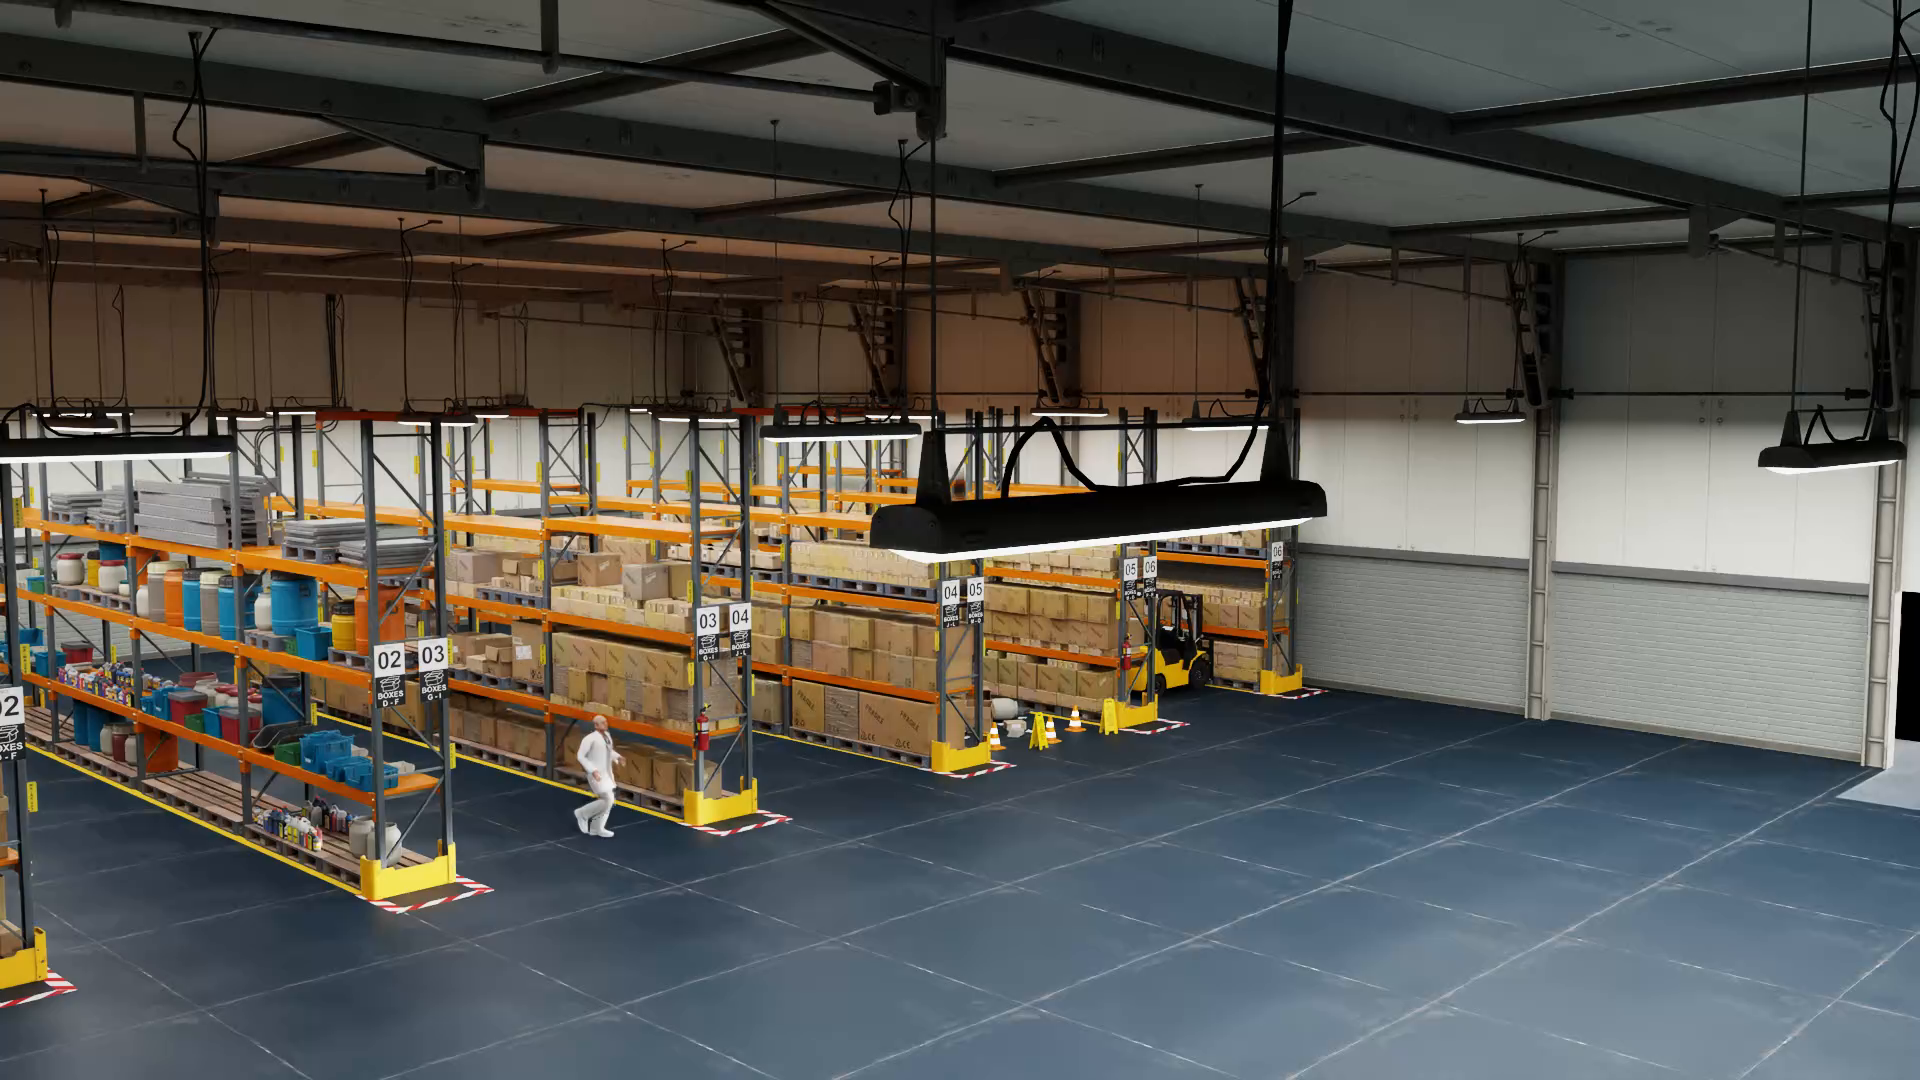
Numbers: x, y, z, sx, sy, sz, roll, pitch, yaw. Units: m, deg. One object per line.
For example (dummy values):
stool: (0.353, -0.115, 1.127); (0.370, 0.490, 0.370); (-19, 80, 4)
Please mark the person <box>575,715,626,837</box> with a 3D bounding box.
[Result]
person: (-5.131, 3.363, 23.760); (0.671, 1.748, 0.699); (1, 5, 16)
